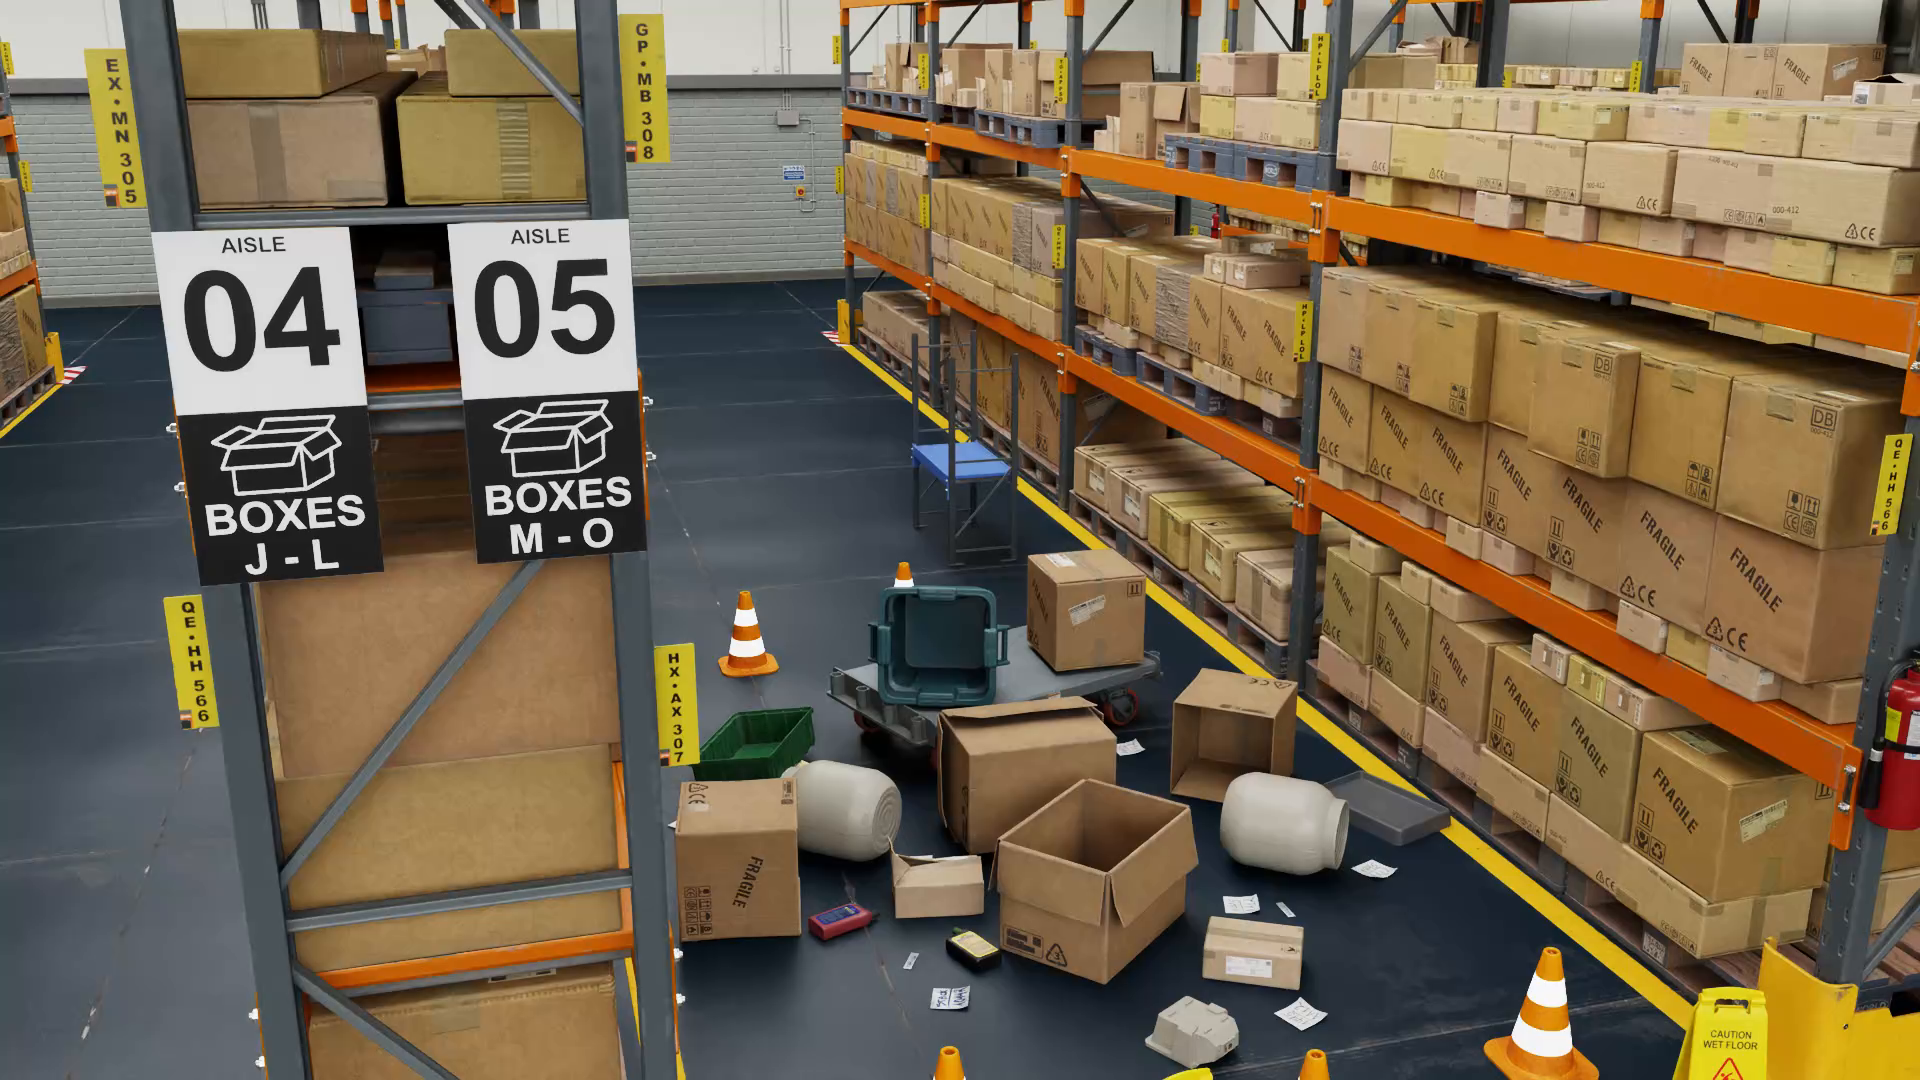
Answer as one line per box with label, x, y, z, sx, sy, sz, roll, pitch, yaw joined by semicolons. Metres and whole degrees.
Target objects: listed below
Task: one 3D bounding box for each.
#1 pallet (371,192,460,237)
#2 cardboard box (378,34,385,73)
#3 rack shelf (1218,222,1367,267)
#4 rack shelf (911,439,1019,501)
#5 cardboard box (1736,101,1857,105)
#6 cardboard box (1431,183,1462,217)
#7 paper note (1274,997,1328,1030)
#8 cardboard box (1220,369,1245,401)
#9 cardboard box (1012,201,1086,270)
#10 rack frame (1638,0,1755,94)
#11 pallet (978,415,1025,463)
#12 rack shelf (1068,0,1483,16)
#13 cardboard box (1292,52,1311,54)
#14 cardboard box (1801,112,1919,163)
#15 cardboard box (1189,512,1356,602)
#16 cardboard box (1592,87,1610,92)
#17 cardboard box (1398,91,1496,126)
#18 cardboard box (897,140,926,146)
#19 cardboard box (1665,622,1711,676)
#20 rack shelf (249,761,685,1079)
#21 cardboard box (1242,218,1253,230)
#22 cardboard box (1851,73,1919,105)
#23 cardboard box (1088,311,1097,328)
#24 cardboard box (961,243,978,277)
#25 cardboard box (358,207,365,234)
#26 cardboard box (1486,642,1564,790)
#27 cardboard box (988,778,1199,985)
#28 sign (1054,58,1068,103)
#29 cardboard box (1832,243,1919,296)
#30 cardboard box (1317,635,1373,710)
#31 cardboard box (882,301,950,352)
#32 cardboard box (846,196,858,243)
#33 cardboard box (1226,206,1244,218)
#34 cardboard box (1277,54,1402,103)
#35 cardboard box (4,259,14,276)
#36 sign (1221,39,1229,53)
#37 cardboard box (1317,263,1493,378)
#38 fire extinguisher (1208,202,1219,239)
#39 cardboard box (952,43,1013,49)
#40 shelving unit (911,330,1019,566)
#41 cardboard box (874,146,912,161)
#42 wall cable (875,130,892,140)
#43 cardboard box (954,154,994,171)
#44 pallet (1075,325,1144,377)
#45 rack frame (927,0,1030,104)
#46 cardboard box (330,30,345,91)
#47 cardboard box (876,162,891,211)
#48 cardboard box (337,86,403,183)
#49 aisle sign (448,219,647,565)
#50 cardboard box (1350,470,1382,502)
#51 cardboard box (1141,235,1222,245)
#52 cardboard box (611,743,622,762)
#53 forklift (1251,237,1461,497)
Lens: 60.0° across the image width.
pallet;-1.803;-1.023;5.584;1.003;0.211;1.213;-5;17;-15
cardboard box;-2.505;-1.942;6.636;0.380;0.149;0.250;-5;17;-16
rack shelf;4.405;-3.427;19.898;1.077;0.370;4.000;-5;17;-15
rack shelf;0.023;-0.522;12.209;0.538;0.185;1.000;-5;17;-15
cardboard box;3.335;-1.676;6.654;0.380;0.149;0.250;-4;17;-14
cardboard box;2.455;-1.614;7.833;0.380;0.149;0.250;-4;17;-14
paper note;1.308;1.812;6.367;0.148;0.019;0.142;-12;20;-34
cardboard box;1.814;-0.956;10.129;0.380;0.149;0.250;-5;17;-16
cardboard box;0.740;-2.509;13.679;0.500;0.500;0.500;-4;17;-14
rack frame;6.054;-4.985;13.406;1.000;3.000;0.127;-5;17;-15
pallet;0.807;-0.944;15.228;1.003;0.211;1.213;-5;17;-15
rack shelf;1.832;-3.503;10.416;1.077;0.370;4.000;-5;17;-15
cardboard box;4.159;-5.509;19.238;0.500;0.250;0.500;-4;17;-14
cardboard box;3.071;-1.349;5.564;0.380;0.149;0.250;-4;17;-14
cardboard box;2.035;0.102;10.737;0.950;0.372;0.625;-4;17;-12
cardboard box;5.673;-3.820;14.309;0.380;0.149;0.250;-5;17;-17
cardboard box;2.318;-2.054;7.913;0.380;0.149;0.250;-5;18;-17
cardboard box;-0.532;-4.617;19.570;0.380;0.149;0.250;-4;17;-14
cardboard box;2.947;0.394;6.363;0.380;0.149;0.250;-5;17;-16
rack shelf;-1.800;0.705;6.142;1.077;0.370;4.000;-5;17;-15
cardboard box;3.797;-4.025;21.076;0.380;0.149;0.250;-4;17;-14
cardboard box;6.509;-3.042;11.402;0.500;0.311;0.500;-5;18;-17
cardboard box;1.193;-1.695;12.587;0.380;0.149;0.250;-6;18;-18
cardboard box;0.317;-2.565;15.169;0.500;0.250;0.500;-4;17;-15
cardboard box;-1.876;-0.928;4.645;0.380;0.149;0.250;-5;17;-15
cardboard box;2.732;0.766;7.436;0.500;0.500;0.500;-5;17;-17
cardboard box;0.564;1.404;6.903;0.637;0.503;0.797;11;20;32
sign;0.747;-3.399;12.304;0.100;0.325;0.005;-5;17;-15
cardboard box;3.114;-0.899;5.452;0.380;0.149;0.250;-5;17;-15
cardboard box;2.285;0.688;8.997;0.500;0.250;0.500;-6;18;-18
cardboard box;-0.379;-2.478;19.213;0.875;0.438;0.875;-4;17;-14
cardboard box;-1.060;-3.824;19.795;0.500;0.500;0.500;-5;17;-16
cardboard box;3.721;-4.249;21.126;0.500;0.250;0.500;-5;17;-15
cardboard box;2.100;-2.568;9.234;0.500;0.250;0.500;-4;17;-14
cardboard box;-9.821;-2.745;16.811;0.380;0.149;0.250;-4;17;-14
sign;3.334;-6.137;20.936;0.100;0.325;0.005;-5;17;-15
cardboard box;2.295;-1.143;8.613;0.700;0.500;0.500;-5;17;-16
fire extinguisher;3.371;-4.114;21.715;0.296;0.674;0.183;-5;17;-15
cardboard box;0.224;-4.738;16.719;0.500;0.500;0.500;-4;17;-14
shelving unit;0.023;-0.695;12.158;0.538;1.500;1.048;-5;17;-15
cardboard box;-0.742;-4.289;18.477;0.380;0.149;0.250;-5;17;-15
wall cable;-1.127;-6.091;25.751;0.588;1.984;0.122;-5;17;-15
cardboard box;0.150;-3.907;17.207;0.380;0.149;0.250;-5;17;-16
pallet;1.581;-1.438;12.359;1.213;0.211;1.003;-5;17;-15
rack frame;0.184;-5.698;15.780;1.000;3.000;0.127;-5;17;-15
cardboard box;-1.807;-1.240;4.299;0.380;0.149;0.250;-4;17;-14
cardboard box;-0.622;-3.881;18.246;0.500;0.500;0.500;-5;17;-15
cardboard box;-1.790;-1.094;4.507;0.500;0.250;0.500;-5;17;-15
aisle sign;-0.942;-0.336;3.837;0.394;0.787;0.004;-5;17;-15
cardboard box;2.280;-0.314;8.719;0.380;0.149;0.250;-4;17;-14
cardboard box;1.675;-2.006;12.497;0.500;0.500;0.500;-5;17;-17
cardboard box;-1.601;0.427;5.555;0.875;0.550;0.550;-5;17;-15
forklift;3.869;-1.593;12.661;3.031;2.935;1.130;9;19;27
